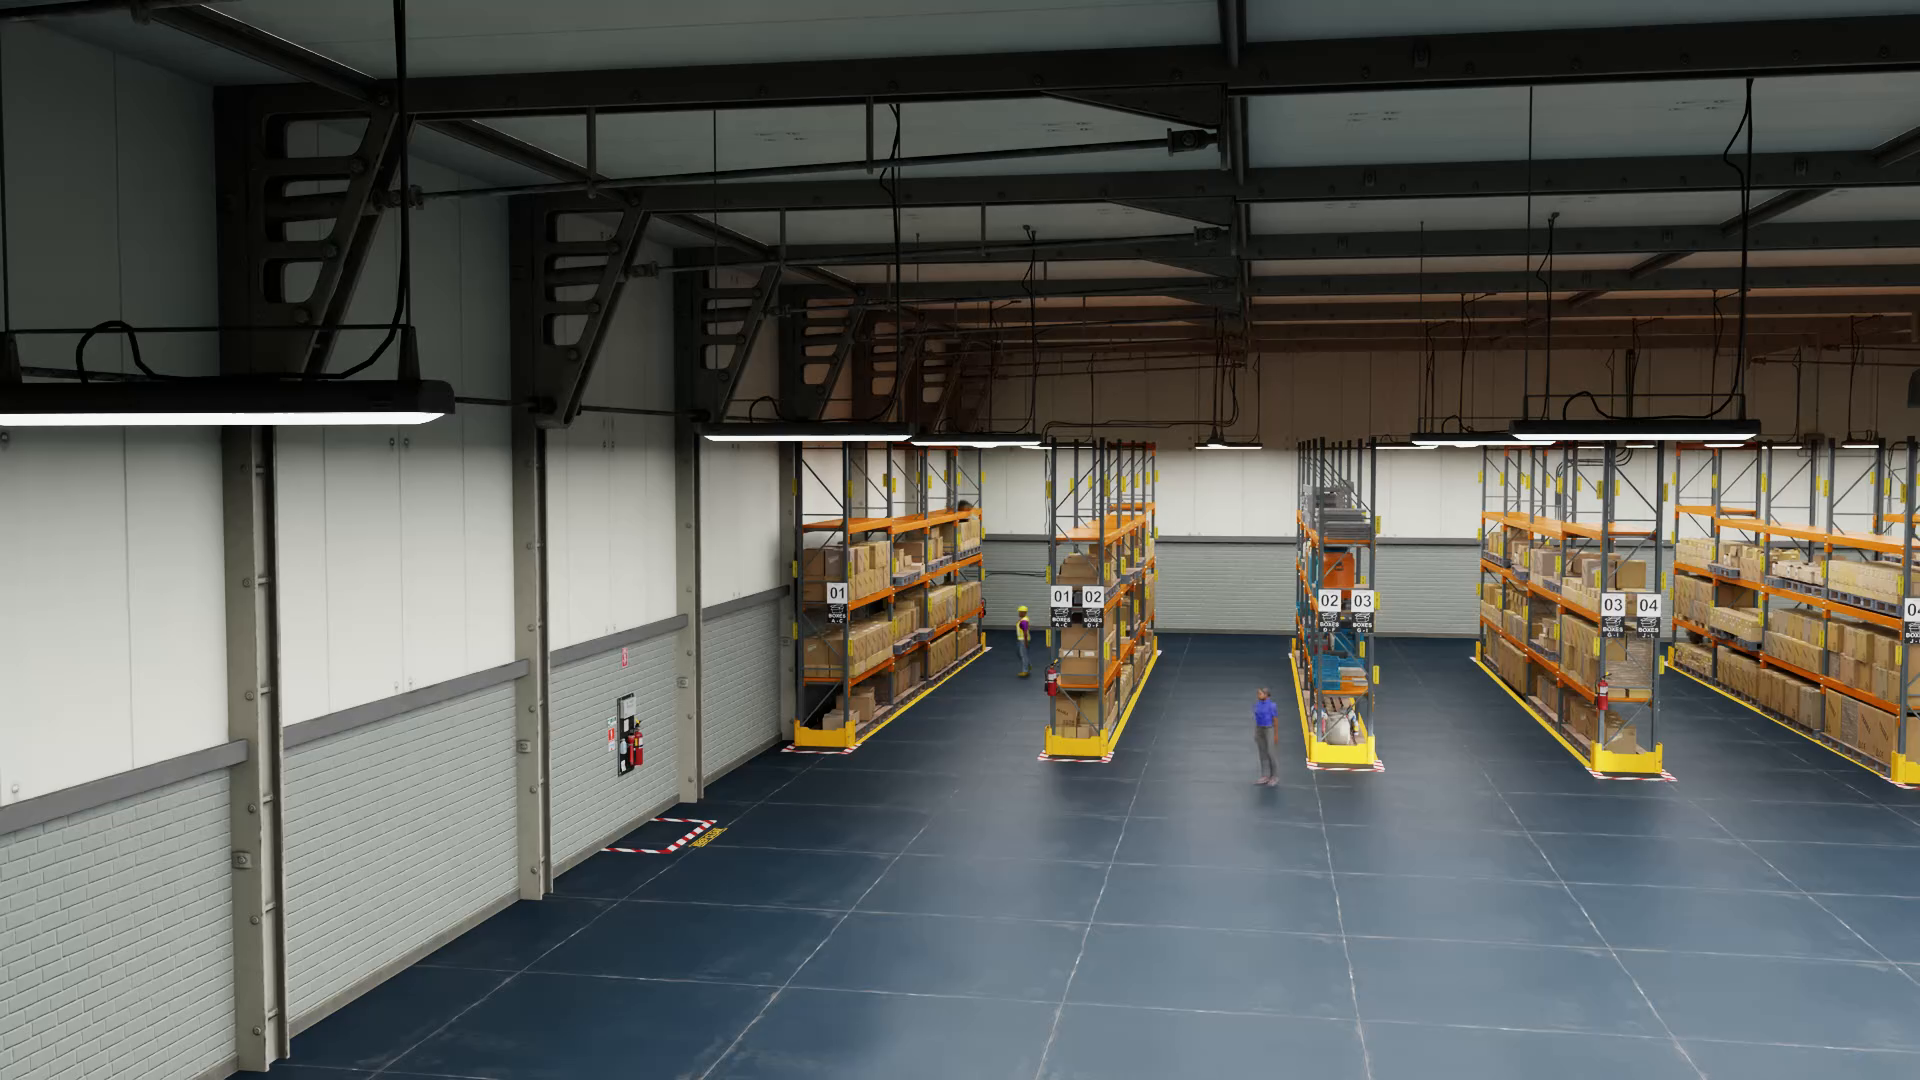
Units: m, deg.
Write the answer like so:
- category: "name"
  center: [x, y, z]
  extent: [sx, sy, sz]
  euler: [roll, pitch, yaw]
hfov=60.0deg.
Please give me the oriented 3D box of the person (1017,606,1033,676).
- category: "person"
  center: [1.649, 2.576, 42.543]
  extent: [0.409, 1.779, 0.618]
  euler: [0, 3, 4]

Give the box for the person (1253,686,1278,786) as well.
- category: "person"
  center: [5.273, 3.393, 28.735]
  extent: [0.350, 1.689, 0.530]
  euler: [-2, 4, -38]

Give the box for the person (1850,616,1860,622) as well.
- category: "person"
  center: [21.969, 2.673, 40.800]
  extent: [0.632, 1.820, 0.552]
  euler: [-1, 3, -13]

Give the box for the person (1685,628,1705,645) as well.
- category: "person"
  center: [20.221, 2.423, 45.607]
  extent: [0.644, 1.798, 0.450]
  euler: [1, 3, 23]
